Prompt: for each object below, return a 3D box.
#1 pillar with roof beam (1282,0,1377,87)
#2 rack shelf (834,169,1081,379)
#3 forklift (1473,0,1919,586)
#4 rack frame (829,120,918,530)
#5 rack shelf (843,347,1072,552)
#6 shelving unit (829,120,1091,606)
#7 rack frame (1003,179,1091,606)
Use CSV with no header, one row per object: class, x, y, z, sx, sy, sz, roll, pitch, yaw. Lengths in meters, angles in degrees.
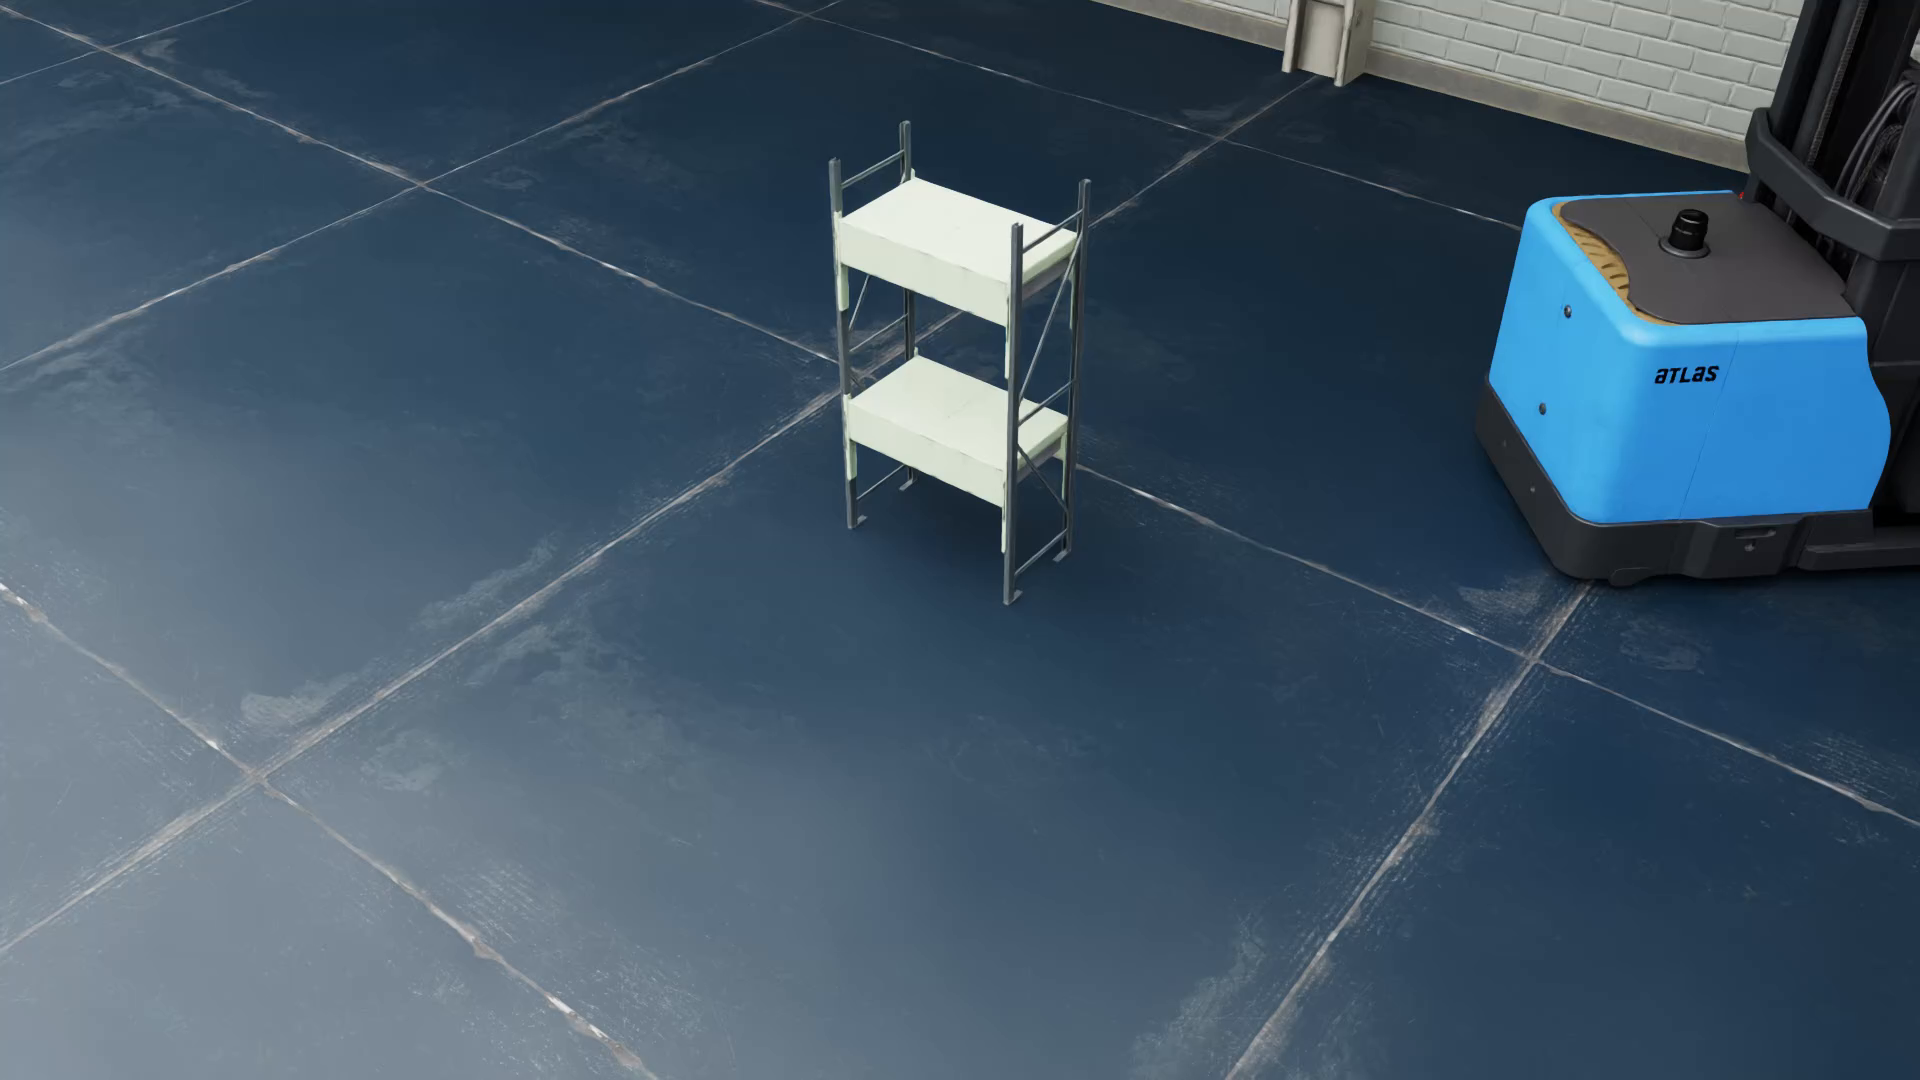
pillar with roof beam,-0.477,-4.195,4.309,0.400,9.000,9.100,25,45,29
rack shelf,-0.005,-0.900,5.550,0.720,0.370,0.431,25,45,29
forklift,3.615,-1.358,5.607,3.031,2.935,1.130,-3,38,-4
rack frame,-0.296,-0.730,5.966,0.023,1.500,0.400,25,45,29
rack shelf,-0.005,-0.336,5.992,0.720,0.370,0.431,25,45,29
shelving unit,-0.005,-0.593,5.791,0.755,1.500,0.431,25,45,29
rack frame,0.285,-0.456,5.616,0.023,1.500,0.400,25,45,29
